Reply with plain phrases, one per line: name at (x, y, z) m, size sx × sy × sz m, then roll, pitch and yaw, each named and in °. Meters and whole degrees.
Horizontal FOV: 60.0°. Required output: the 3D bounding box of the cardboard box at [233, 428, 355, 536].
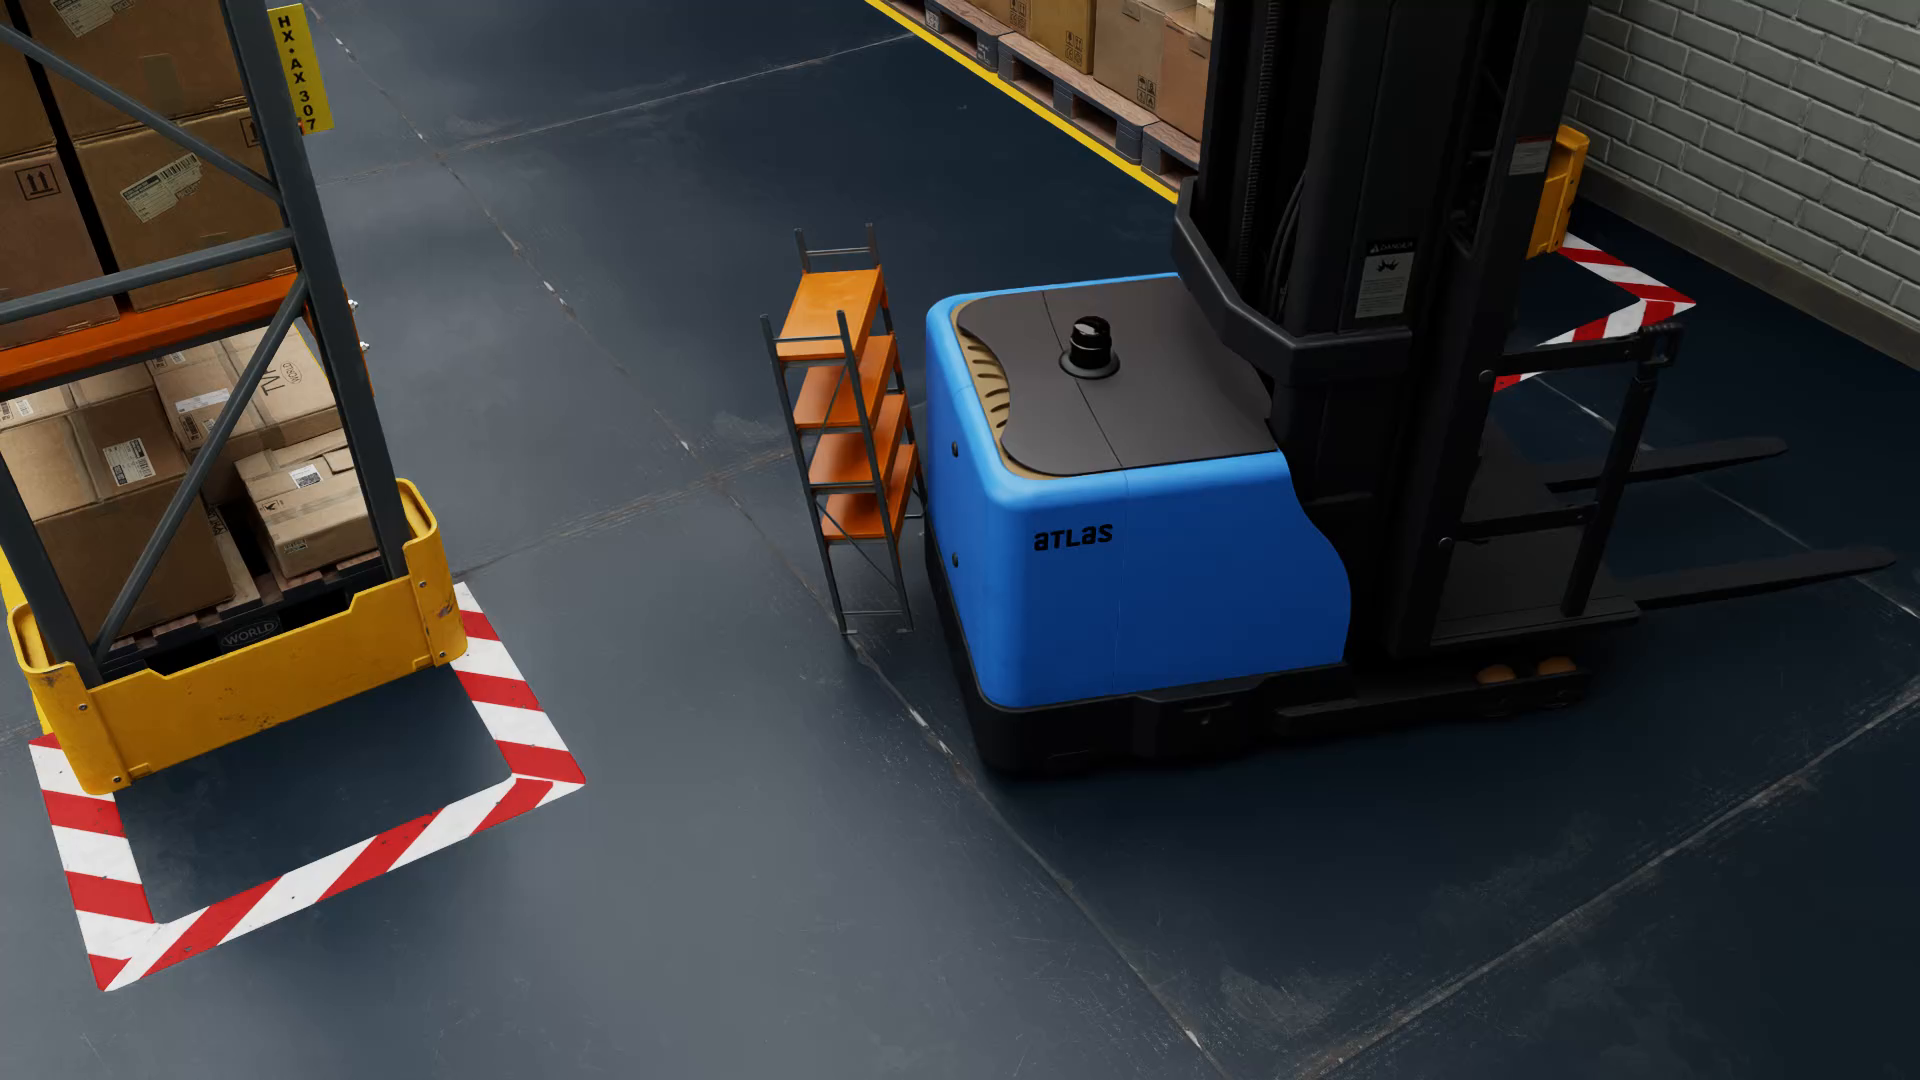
cardboard box at (-2.169, -0.203, 5.520) m, size 0.380 × 0.166 × 0.250 m, roll -22°, pitch 45°, yaw -24°

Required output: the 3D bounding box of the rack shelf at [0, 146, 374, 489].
rack shelf at (-3.174, -1.446, 5.704) m, size 1.077 × 0.370 × 4.000 m, roll -22°, pitch 45°, yaw -24°

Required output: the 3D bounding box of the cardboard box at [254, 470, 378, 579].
cardboard box at (-2.034, -0.061, 5.364) m, size 0.380 × 0.149 × 0.250 m, roll -22°, pitch 45°, yaw -24°

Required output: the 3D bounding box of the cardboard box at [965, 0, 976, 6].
cardboard box at (0.240, -3.271, 8.957) m, size 0.700 × 0.500 × 0.500 m, roll -22°, pitch 44°, yaw -24°

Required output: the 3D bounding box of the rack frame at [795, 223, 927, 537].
rack frame at (-0.293, -0.475, 5.361) m, size 0.240 × 1.200 × 0.015 m, roll -2°, pitch 39°, yaw 11°

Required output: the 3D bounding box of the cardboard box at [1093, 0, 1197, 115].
cardboard box at (1.075, -2.436, 7.955) m, size 0.700 × 0.500 × 0.500 m, roll -24°, pitch 45°, yaw -26°

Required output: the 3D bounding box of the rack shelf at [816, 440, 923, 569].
rack shelf at (-0.284, -0.115, 5.339) m, size 0.258 × 0.148 × 0.480 m, roll -2°, pitch 39°, yaw 11°

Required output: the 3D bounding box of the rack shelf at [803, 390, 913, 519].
rack shelf at (-0.313, -0.268, 5.216) m, size 0.258 × 0.148 × 0.480 m, roll -2°, pitch 39°, yaw 11°

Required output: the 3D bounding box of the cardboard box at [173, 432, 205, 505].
cardboard box at (-2.741, -0.182, 5.495) m, size 0.380 × 0.166 × 0.250 m, roll -22°, pitch 45°, yaw -24°

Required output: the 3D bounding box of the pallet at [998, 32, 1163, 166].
pallet at (0.928, -2.341, 8.395) m, size 1.003 × 0.211 × 1.213 m, roll -22°, pitch 45°, yaw -24°

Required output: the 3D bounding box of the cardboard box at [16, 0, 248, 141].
cardboard box at (-2.115, -1.396, 4.223) m, size 0.500 × 0.500 × 0.500 m, roll -21°, pitch 44°, yaw -23°

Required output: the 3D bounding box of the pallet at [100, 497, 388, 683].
pallet at (-2.569, -0.043, 5.637) m, size 1.003 × 0.211 × 1.213 m, roll -22°, pitch 45°, yaw -24°

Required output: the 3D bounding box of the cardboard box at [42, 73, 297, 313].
cardboard box at (-2.115, -1.012, 4.543) m, size 0.500 × 0.500 × 0.500 m, roll -21°, pitch 44°, yaw -24°

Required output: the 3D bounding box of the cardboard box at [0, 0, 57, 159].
cardboard box at (-2.570, -1.211, 4.001) m, size 0.500 × 0.500 × 0.500 m, roll -23°, pitch 45°, yaw -25°

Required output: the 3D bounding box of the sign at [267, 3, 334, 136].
sign at (-1.642, -1.163, 4.126) m, size 0.100 × 0.325 × 0.005 m, roll -22°, pitch 45°, yaw -24°

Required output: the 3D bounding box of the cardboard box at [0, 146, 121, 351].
cardboard box at (-2.569, -0.830, 4.324) m, size 0.500 × 0.500 × 0.500 m, roll -21°, pitch 44°, yaw -23°

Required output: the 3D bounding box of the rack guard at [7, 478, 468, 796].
rack guard at (-2.140, 0.276, 5.028) m, size 1.175 × 0.500 × 0.348 m, roll -22°, pitch 45°, yaw -24°

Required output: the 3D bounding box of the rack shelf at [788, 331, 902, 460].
rack shelf at (-0.345, -0.441, 5.078) m, size 0.258 × 0.148 × 0.480 m, roll -2°, pitch 39°, yaw 11°

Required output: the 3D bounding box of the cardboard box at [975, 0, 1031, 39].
cardboard box at (0.508, -2.999, 8.630) m, size 0.700 × 0.500 × 0.500 m, roll -23°, pitch 45°, yaw -25°

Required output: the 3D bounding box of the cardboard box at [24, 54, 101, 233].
cardboard box at (-2.397, -1.288, 4.875) m, size 0.500 × 0.500 × 0.500 m, roll -23°, pitch 45°, yaw -25°

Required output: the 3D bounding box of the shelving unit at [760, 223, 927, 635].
shelving unit at (-0.323, -0.320, 5.175) m, size 0.258 × 1.200 × 0.503 m, roll -2°, pitch 39°, yaw 11°

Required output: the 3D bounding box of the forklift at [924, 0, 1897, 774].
forklift at (1.454, -0.909, 4.551) m, size 3.031 × 2.935 × 1.130 m, roll -7°, pitch 40°, yaw -9°

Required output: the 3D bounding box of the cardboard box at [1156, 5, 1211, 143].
cardboard box at (1.346, -2.165, 7.629) m, size 0.700 × 0.500 × 0.500 m, roll -22°, pitch 45°, yaw -25°

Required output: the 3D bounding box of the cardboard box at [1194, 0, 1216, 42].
cardboard box at (1.254, -2.288, 7.271) m, size 0.380 × 0.149 × 0.250 m, roll -21°, pitch 44°, yaw -23°

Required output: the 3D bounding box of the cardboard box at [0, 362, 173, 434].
cardboard box at (-3.085, -0.488, 5.796) m, size 0.500 × 0.250 × 0.500 m, roll -22°, pitch 45°, yaw -24°

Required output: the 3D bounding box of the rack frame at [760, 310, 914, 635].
rack frame at (-0.353, -0.166, 4.988) m, size 0.240 × 1.200 × 0.015 m, roll -2°, pitch 39°, yaw 11°

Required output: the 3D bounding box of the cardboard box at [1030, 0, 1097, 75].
cardboard box at (0.782, -2.721, 8.297) m, size 0.700 × 0.500 × 0.500 m, roll -21°, pitch 44°, yaw -23°

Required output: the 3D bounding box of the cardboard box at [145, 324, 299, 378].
cardboard box at (-2.690, -0.687, 6.035) m, size 0.500 × 0.250 × 0.500 m, roll -22°, pitch 45°, yaw -24°

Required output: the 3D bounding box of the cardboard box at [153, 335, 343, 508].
cardboard box at (-2.421, -0.417, 5.711) m, size 0.500 × 0.250 × 0.500 m, roll -22°, pitch 45°, yaw -24°

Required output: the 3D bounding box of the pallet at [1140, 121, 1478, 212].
pallet at (1.580, -1.684, 7.606) m, size 1.003 × 0.211 × 1.213 m, roll -22°, pitch 45°, yaw -24°

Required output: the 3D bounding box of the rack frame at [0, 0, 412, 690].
rack frame at (-2.099, -0.643, 4.179) m, size 1.000 × 3.000 × 0.127 m, roll -22°, pitch 45°, yaw -24°

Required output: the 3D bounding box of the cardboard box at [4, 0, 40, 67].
cardboard box at (-2.403, -1.675, 4.558) m, size 0.500 × 0.500 × 0.500 m, roll -22°, pitch 44°, yaw -24°

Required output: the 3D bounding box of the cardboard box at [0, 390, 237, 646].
cardboard box at (-2.599, -0.060, 5.088) m, size 0.500 × 0.500 × 0.500 m, roll -22°, pitch 45°, yaw -24°

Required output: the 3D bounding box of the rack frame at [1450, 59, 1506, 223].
rack frame at (2.076, -2.350, 6.227) m, size 1.000 × 3.000 × 0.127 m, roll -22°, pitch 45°, yaw -24°

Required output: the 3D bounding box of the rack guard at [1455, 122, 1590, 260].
rack guard at (2.088, -1.377, 7.012) m, size 1.175 × 0.500 × 0.348 m, roll -22°, pitch 45°, yaw -24°

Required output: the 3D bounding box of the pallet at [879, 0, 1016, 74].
pallet at (0.268, -3.001, 9.186) m, size 1.003 × 0.211 × 1.213 m, roll -22°, pitch 45°, yaw -24°

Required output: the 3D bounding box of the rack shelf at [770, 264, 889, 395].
rack shelf at (-0.380, -0.624, 4.931) m, size 0.258 × 0.148 × 0.480 m, roll -2°, pitch 39°, yaw 11°
